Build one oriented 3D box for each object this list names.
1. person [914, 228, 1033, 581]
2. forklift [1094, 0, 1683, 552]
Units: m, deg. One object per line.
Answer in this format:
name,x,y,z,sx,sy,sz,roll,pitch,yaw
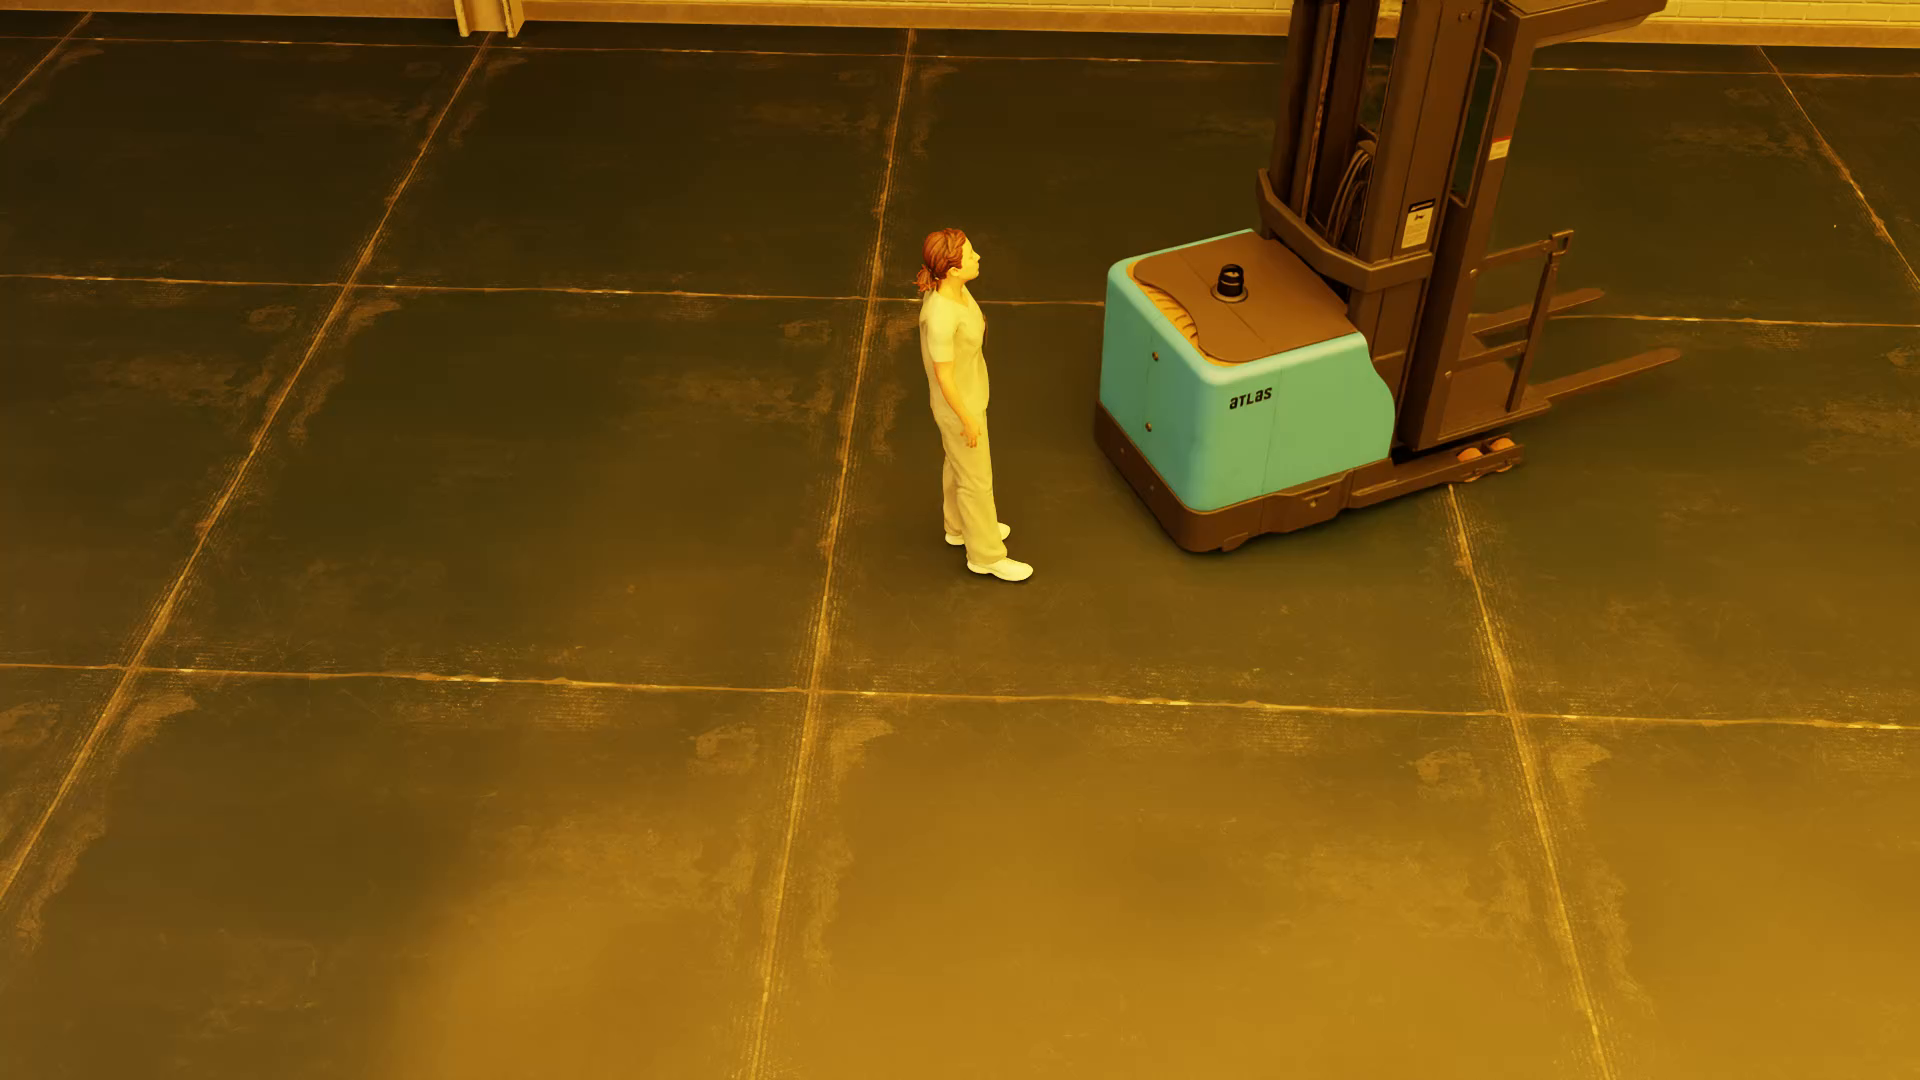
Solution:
person,0.073,-0.613,7.334,0.549,1.675,0.550,2,42,2
forklift,2.238,-1.681,7.584,3.031,2.935,1.130,-16,45,-17
